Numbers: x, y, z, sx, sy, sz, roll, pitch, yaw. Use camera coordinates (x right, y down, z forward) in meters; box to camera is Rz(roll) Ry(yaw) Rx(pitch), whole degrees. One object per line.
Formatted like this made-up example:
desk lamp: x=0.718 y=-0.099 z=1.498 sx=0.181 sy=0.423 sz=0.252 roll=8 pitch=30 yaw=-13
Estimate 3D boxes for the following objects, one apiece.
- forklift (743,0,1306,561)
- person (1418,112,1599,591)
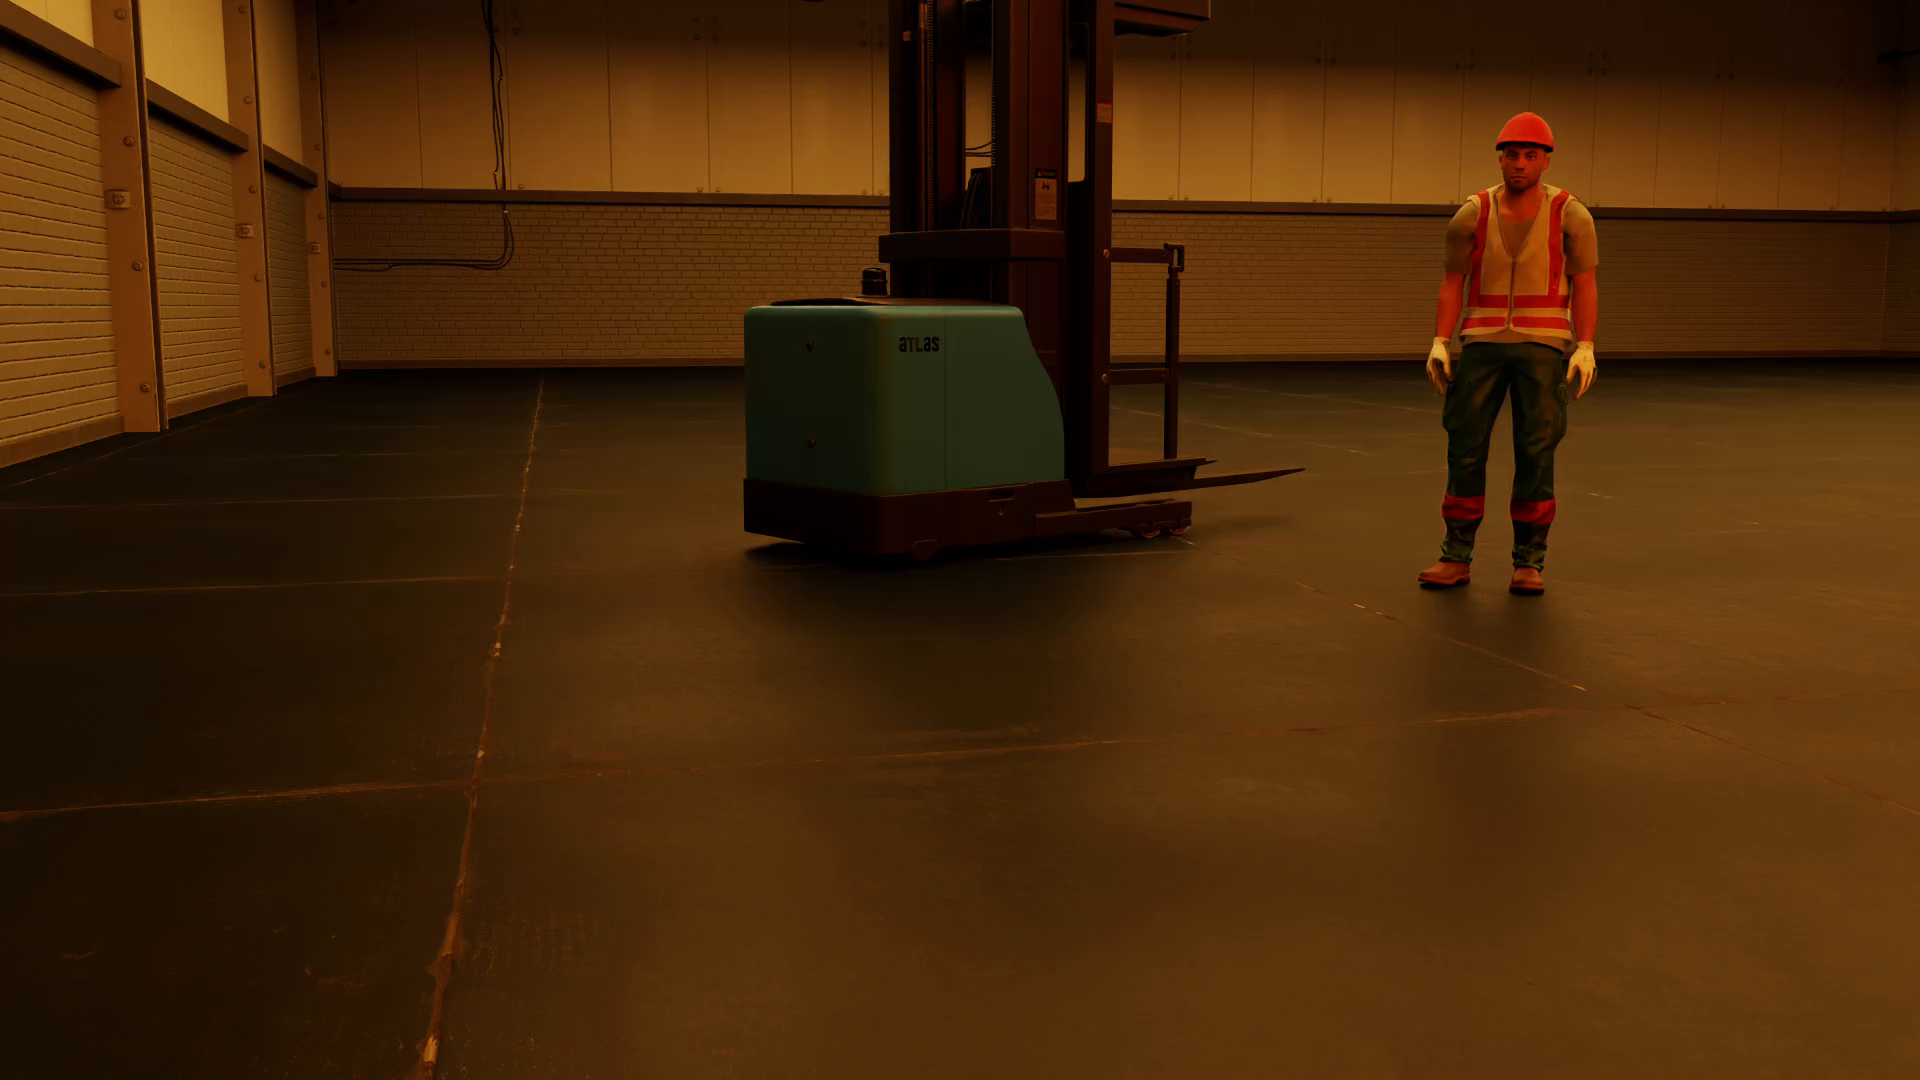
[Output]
forklift: x=0.472 y=-1.508 z=7.908 sx=3.031 sy=2.935 sz=1.130 roll=-7 pitch=10 yaw=-40
person: x=2.088 y=-0.699 z=6.296 sx=0.619 sy=1.779 sz=0.450 roll=4 pitch=9 yaw=27
